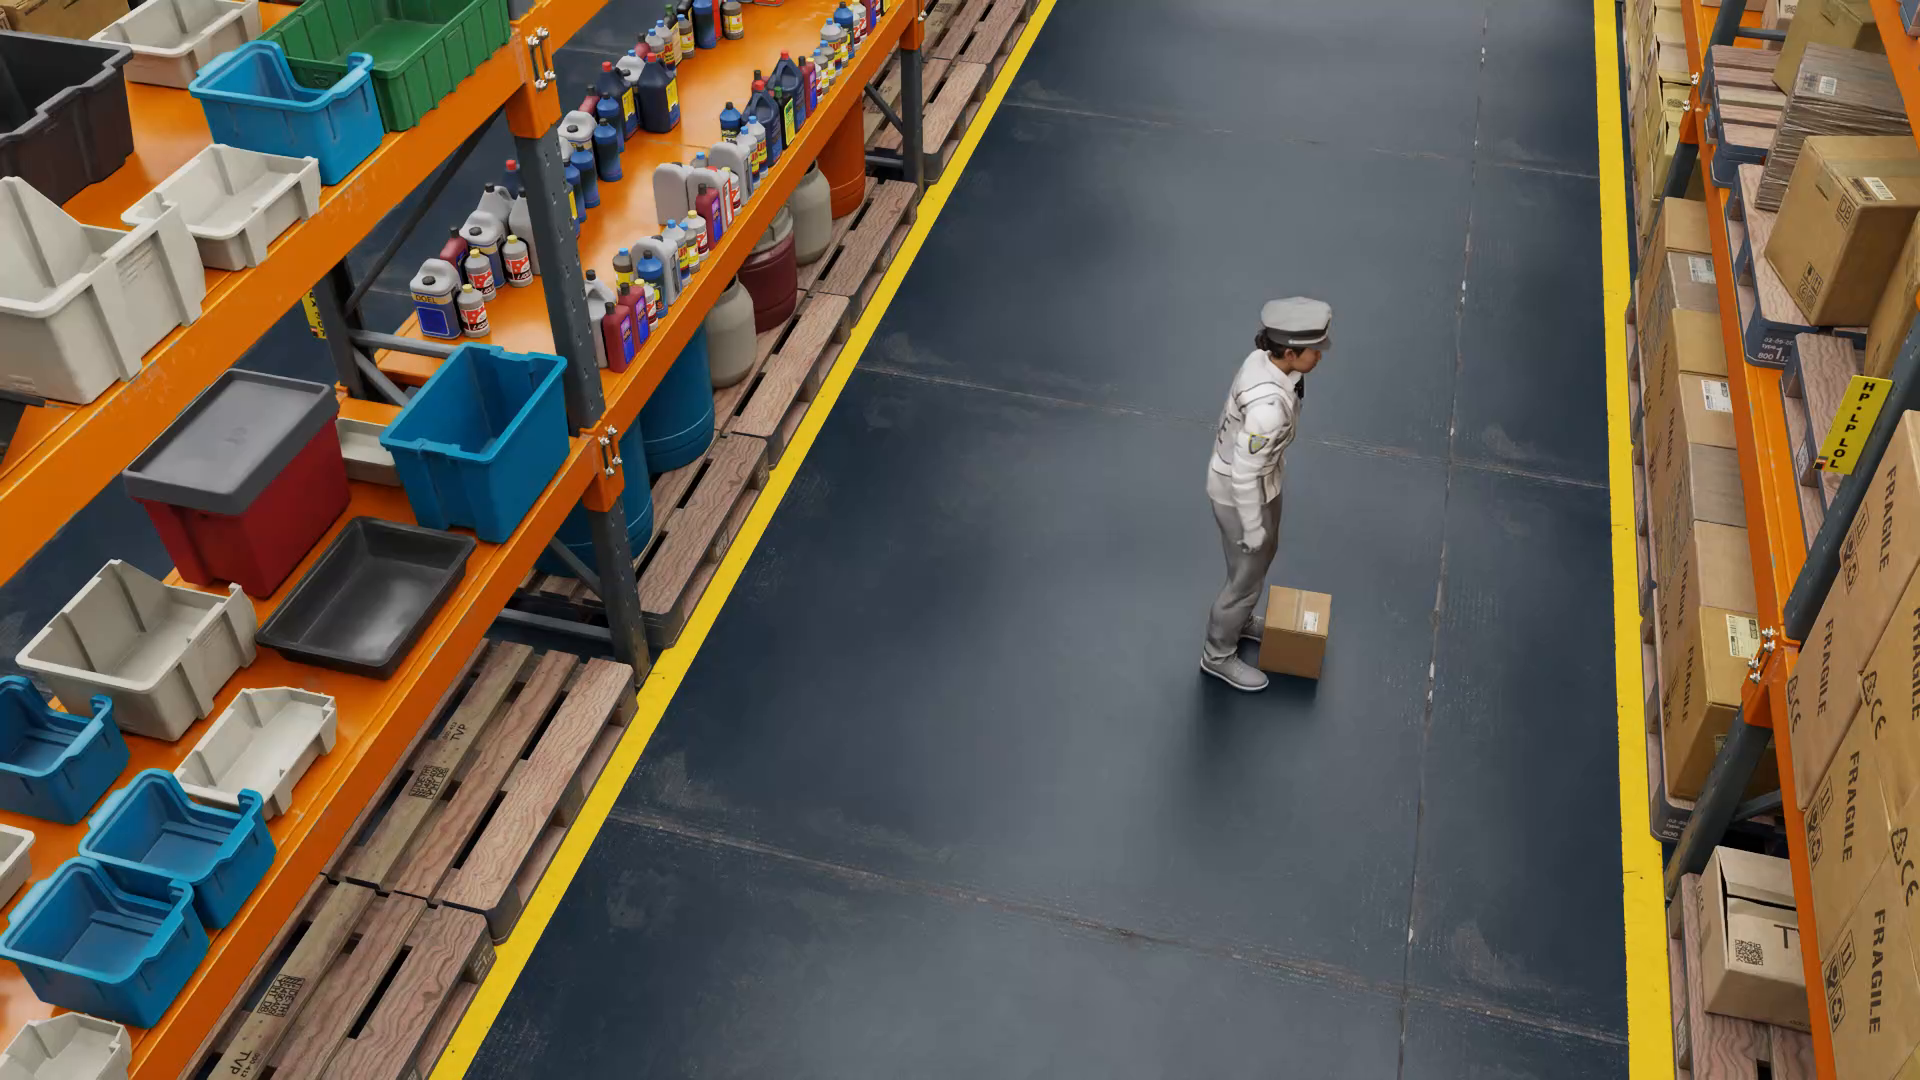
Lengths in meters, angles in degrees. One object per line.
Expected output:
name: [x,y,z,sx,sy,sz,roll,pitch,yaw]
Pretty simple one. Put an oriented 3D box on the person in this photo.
person: [1.146,-0.183,6.365,0.407,1.663,0.528,10,42,11]
